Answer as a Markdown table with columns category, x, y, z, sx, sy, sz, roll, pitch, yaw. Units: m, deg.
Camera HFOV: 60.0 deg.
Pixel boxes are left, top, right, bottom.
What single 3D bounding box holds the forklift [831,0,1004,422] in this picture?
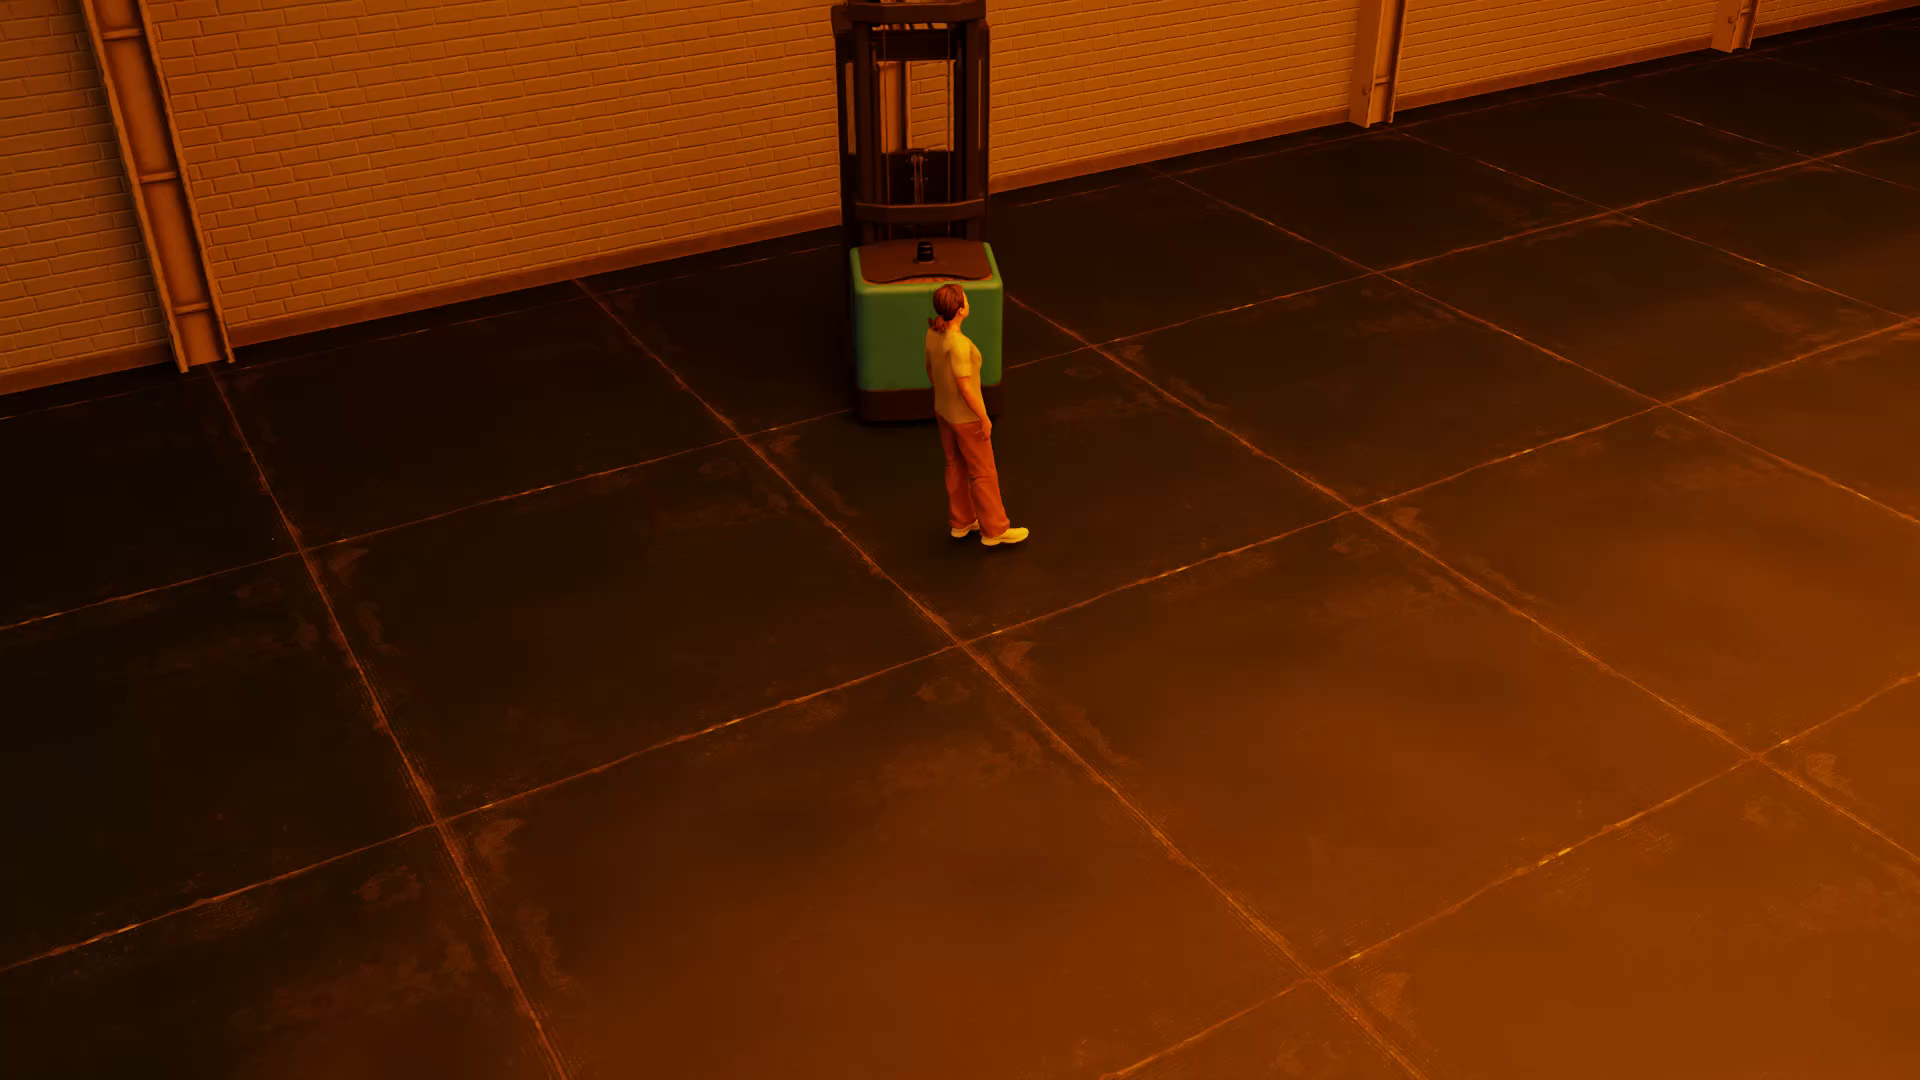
| category | x | y | z | sx | sy | sz | roll | pitch | yaw |
| --- | --- | --- | --- | --- | --- | --- | --- | --- | --- |
| forklift | -0.360 | -2.829 | 12.371 | 1.130 | 2.935 | 3.031 | -3 | 31 | -5 |

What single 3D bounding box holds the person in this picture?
| category | x | y | z | sx | sy | sz | roll | pitch | yaw |
| --- | --- | --- | --- | --- | --- | --- | --- | --- | --- |
| person | 0.069 | -0.774 | 10.069 | 0.548 | 1.673 | 0.552 | -17 | 35 | -26 |
